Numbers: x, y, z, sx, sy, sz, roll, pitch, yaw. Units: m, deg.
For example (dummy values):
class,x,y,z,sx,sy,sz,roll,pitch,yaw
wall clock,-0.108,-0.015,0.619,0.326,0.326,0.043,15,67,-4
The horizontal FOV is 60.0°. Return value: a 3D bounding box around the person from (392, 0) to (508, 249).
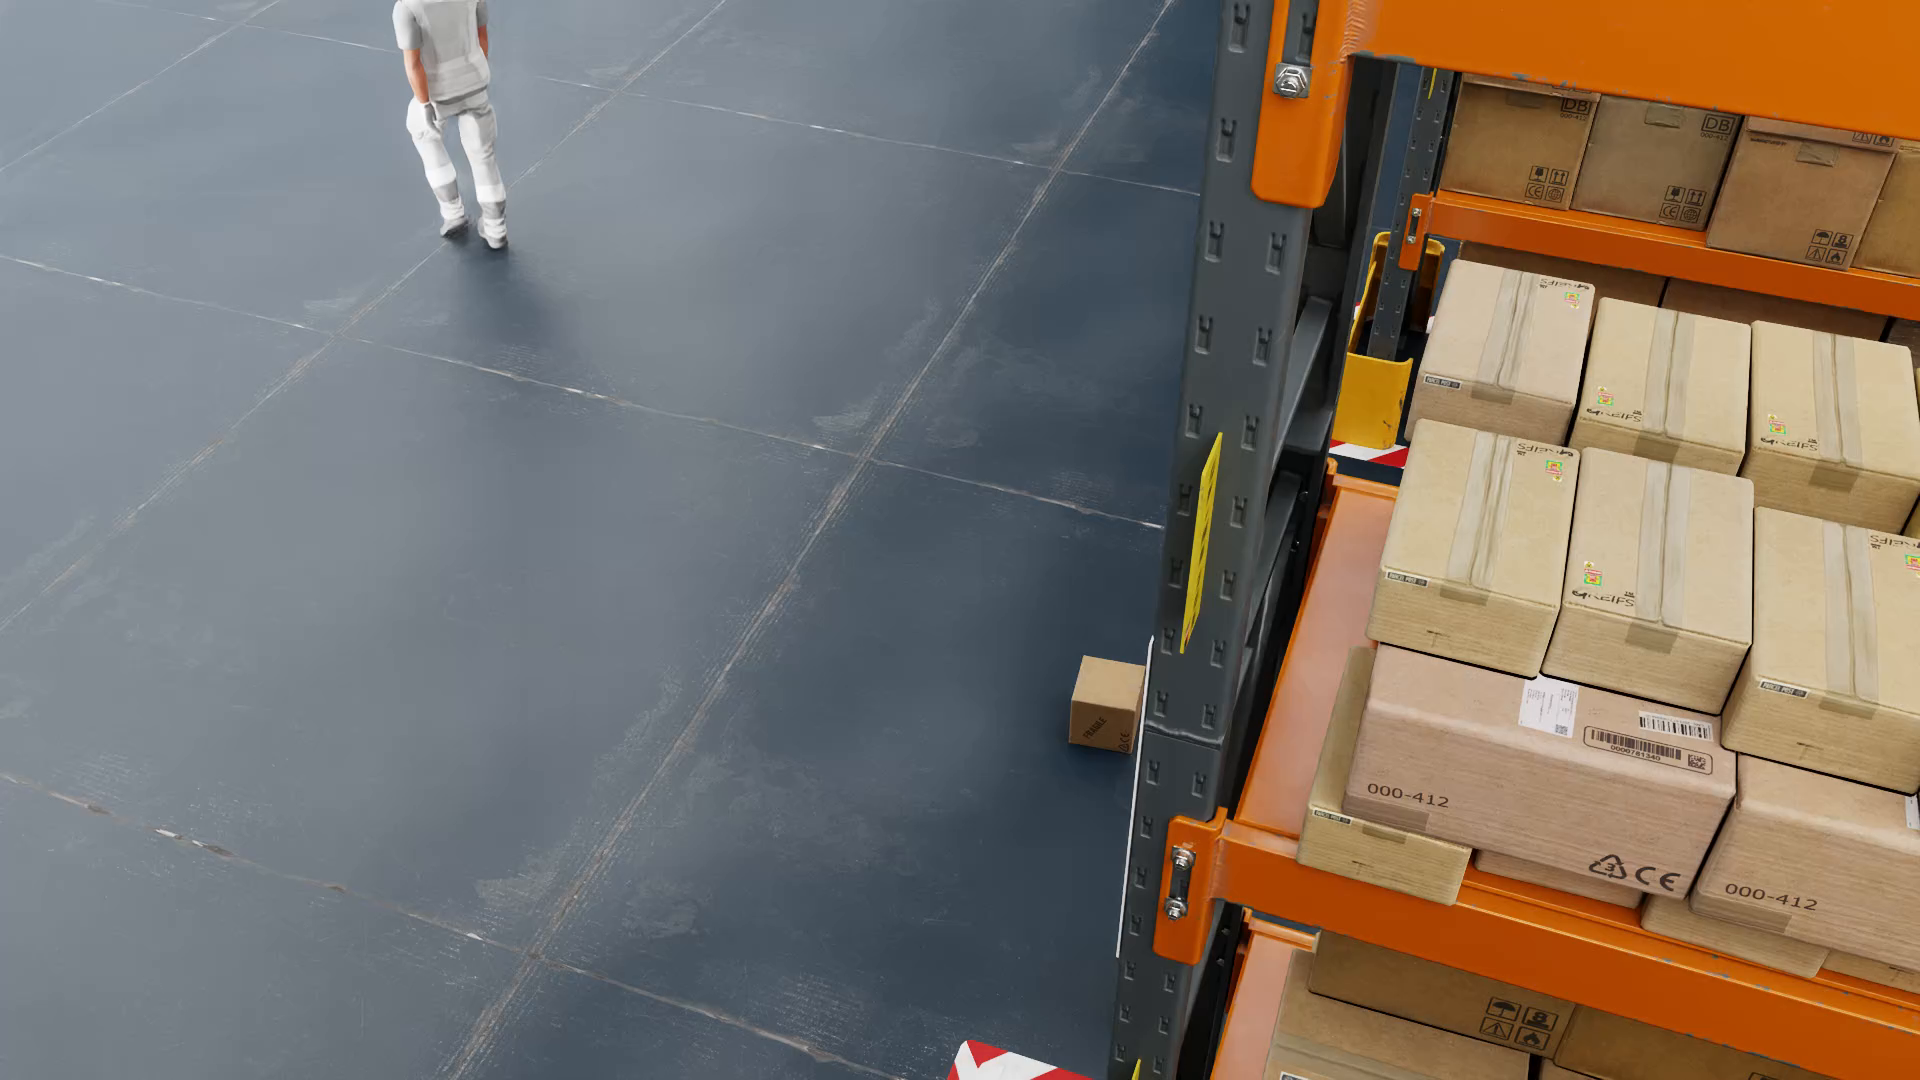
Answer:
class,x,y,z,sx,sy,sz,roll,pitch,yaw
person,-2.724,-2.406,8.903,0.523,1.832,0.516,-26,47,-26
